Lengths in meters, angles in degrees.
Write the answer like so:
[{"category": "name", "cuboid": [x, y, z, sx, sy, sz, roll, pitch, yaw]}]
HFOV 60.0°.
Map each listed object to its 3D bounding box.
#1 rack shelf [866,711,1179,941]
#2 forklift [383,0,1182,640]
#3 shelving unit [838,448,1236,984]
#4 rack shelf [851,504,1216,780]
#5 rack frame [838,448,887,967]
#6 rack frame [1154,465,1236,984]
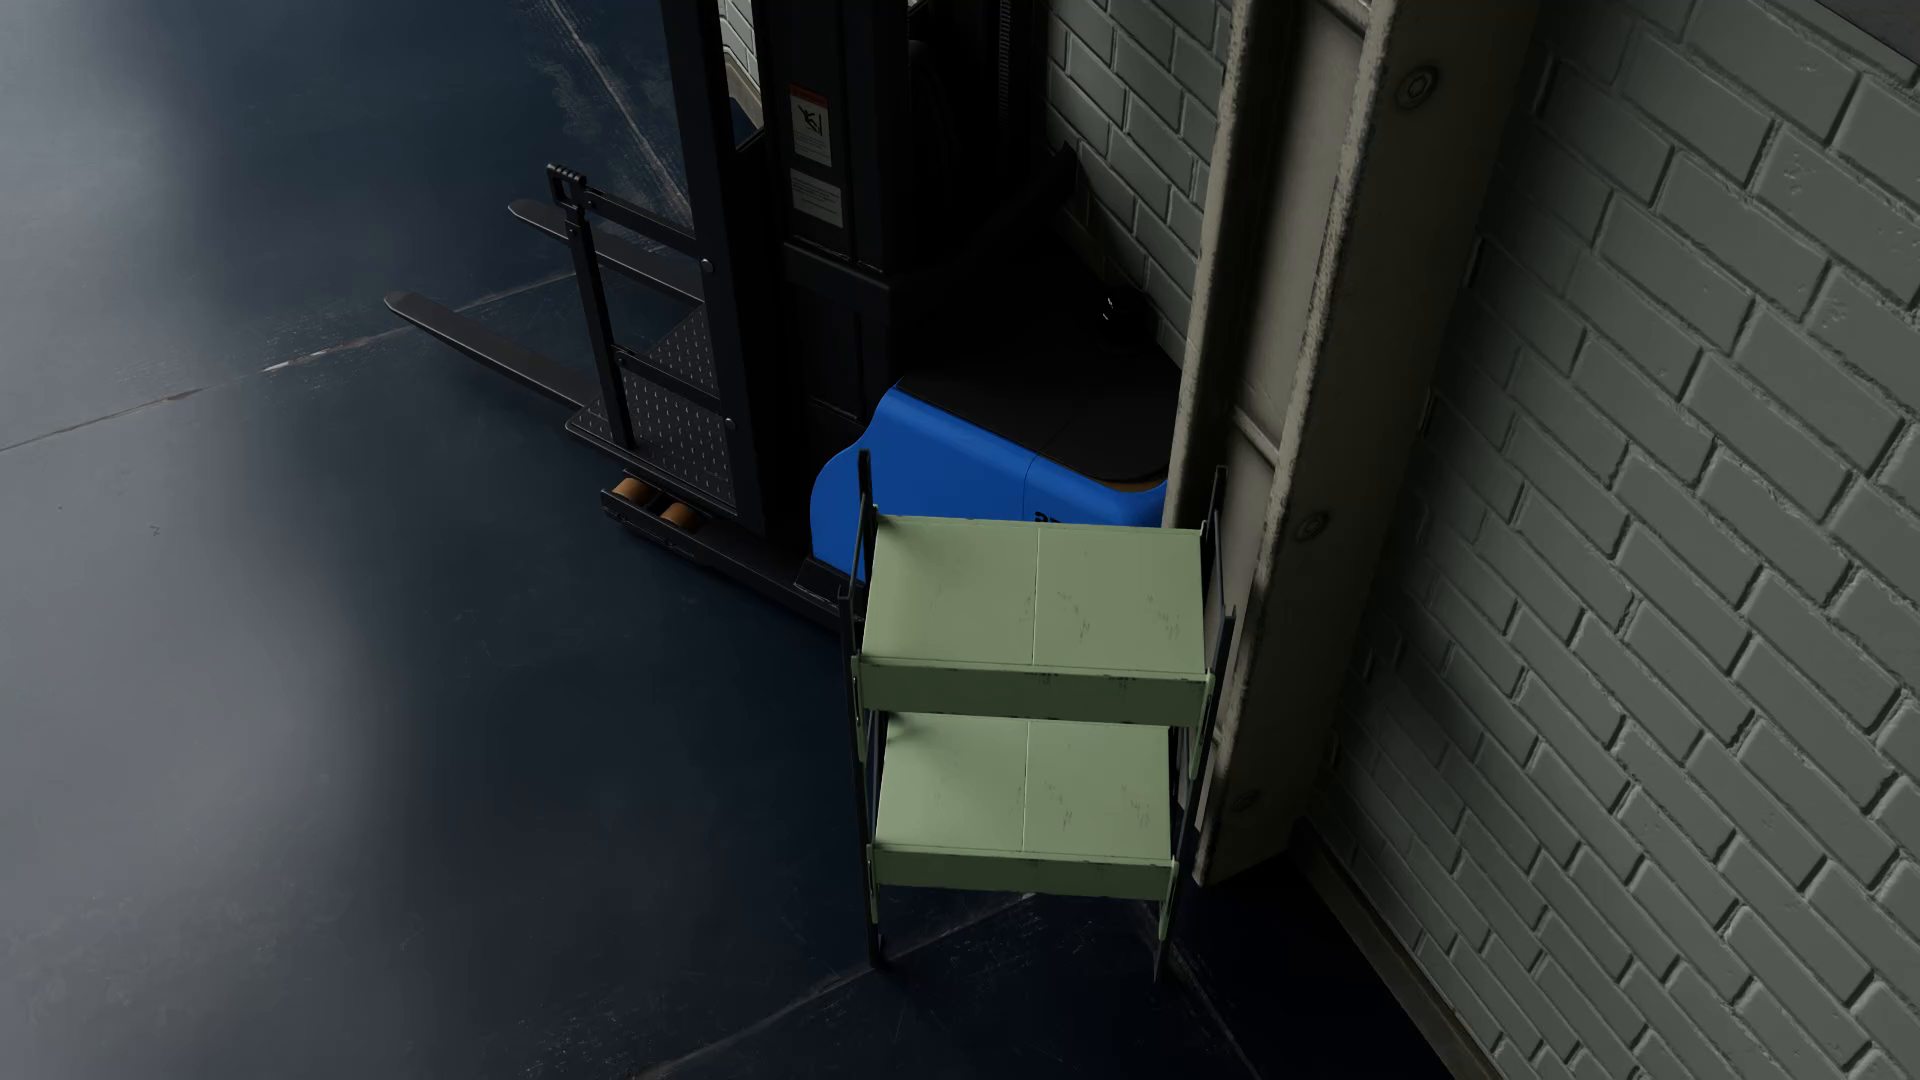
[{"category": "rack shelf", "cuboid": [0.156, 0.688, 4.085, 0.720, 0.370, 0.431, 3, 49, 2]}, {"category": "forklift", "cuboid": [-0.521, -1.222, 4.372, 3.031, 2.935, 1.130, 26, 54, 21]}, {"category": "shelving unit", "cuboid": [0.156, 0.474, 3.839, 0.755, 1.500, 0.431, 3, 49, 2]}, {"category": "rack shelf", "cuboid": [0.156, 0.217, 3.545, 0.720, 0.370, 0.431, 3, 49, 2]}, {"category": "rack frame", "cuboid": [-0.209, 0.456, 3.855, 0.023, 1.500, 0.400, 3, 49, 2]}, {"category": "rack frame", "cuboid": [0.521, 0.492, 3.824, 0.023, 1.500, 0.400, 3, 49, 2]}]
